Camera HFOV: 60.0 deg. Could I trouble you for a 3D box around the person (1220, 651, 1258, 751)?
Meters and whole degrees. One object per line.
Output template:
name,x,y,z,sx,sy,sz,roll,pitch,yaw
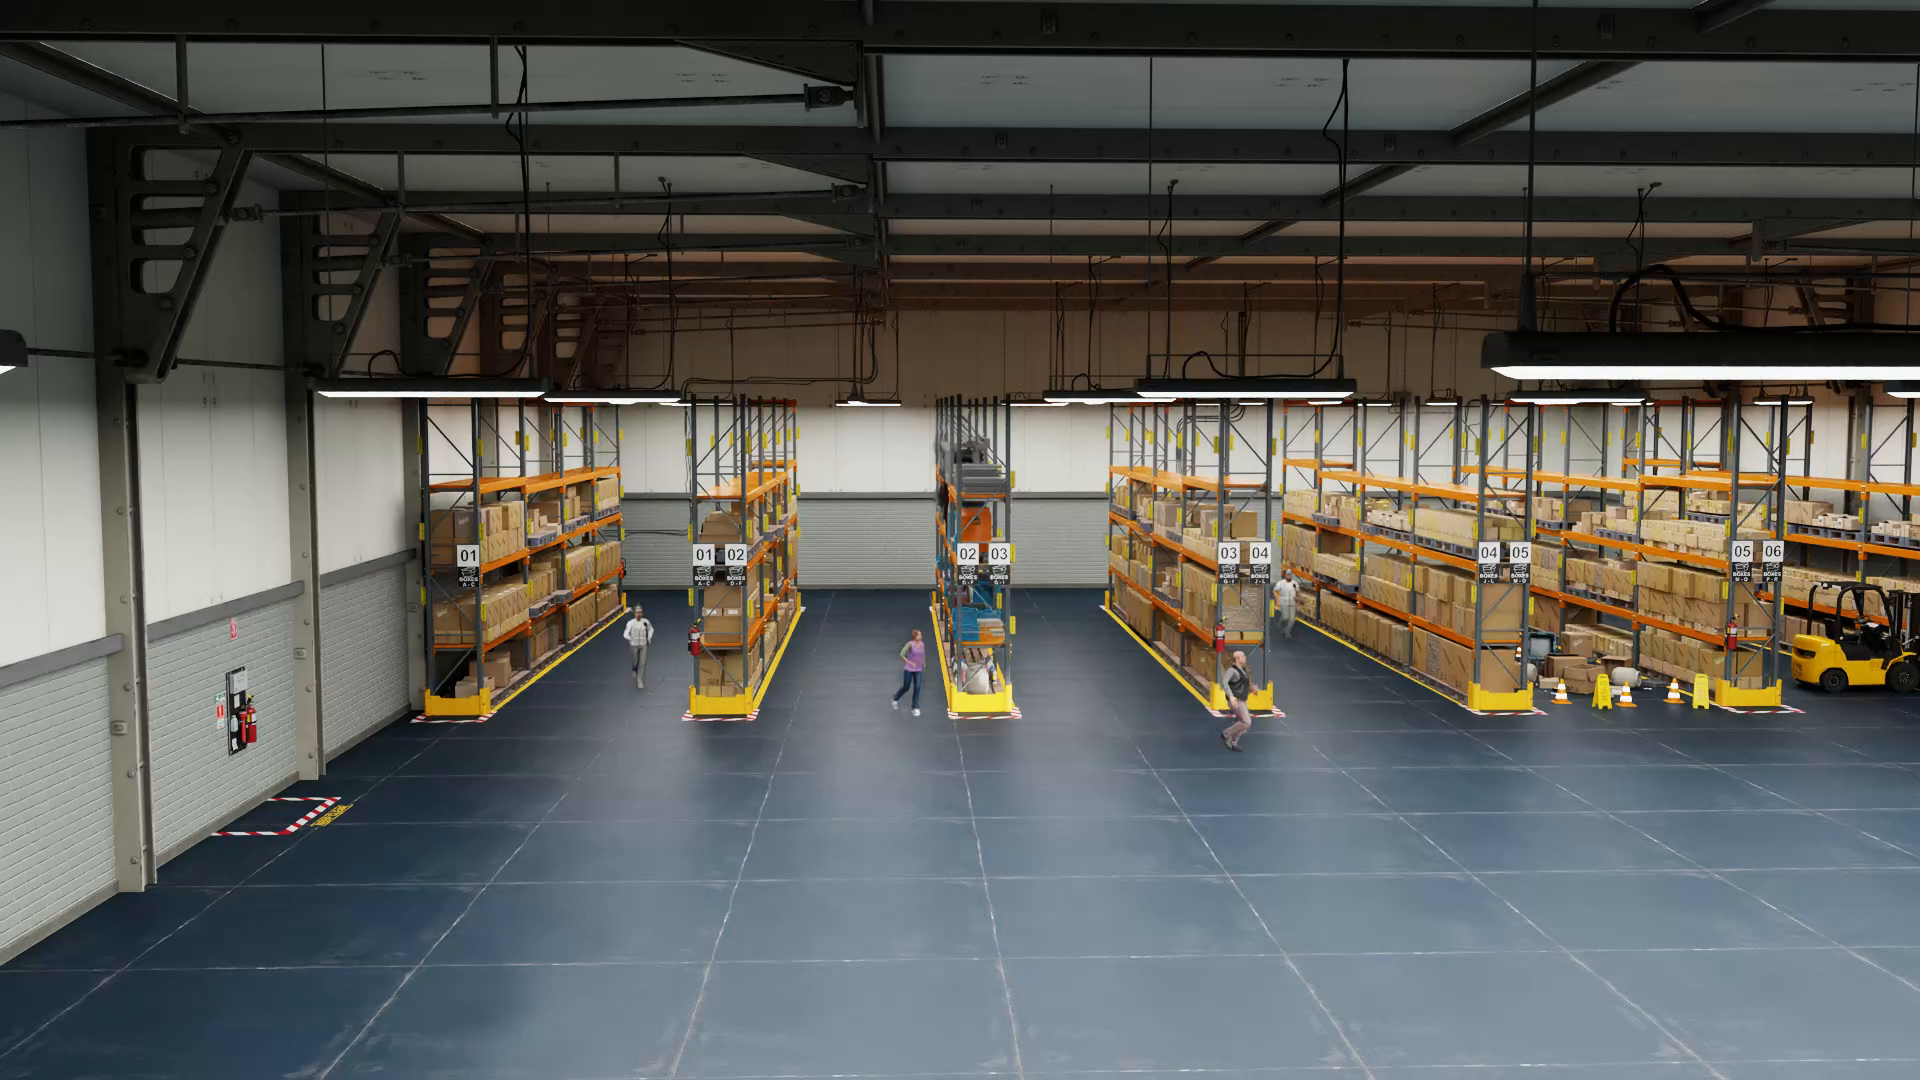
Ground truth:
person,4.676,2.694,27.801,0.571,1.689,0.672,2,5,25

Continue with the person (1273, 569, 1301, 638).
person,8.196,1.589,41.525,0.657,1.743,0.590,0,5,-4

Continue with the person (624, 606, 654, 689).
person,-6.604,2.179,34.248,0.618,1.669,0.890,-1,5,-15

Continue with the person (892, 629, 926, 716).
person,-0.857,2.473,31.281,0.605,1.553,0.876,-3,5,-30
